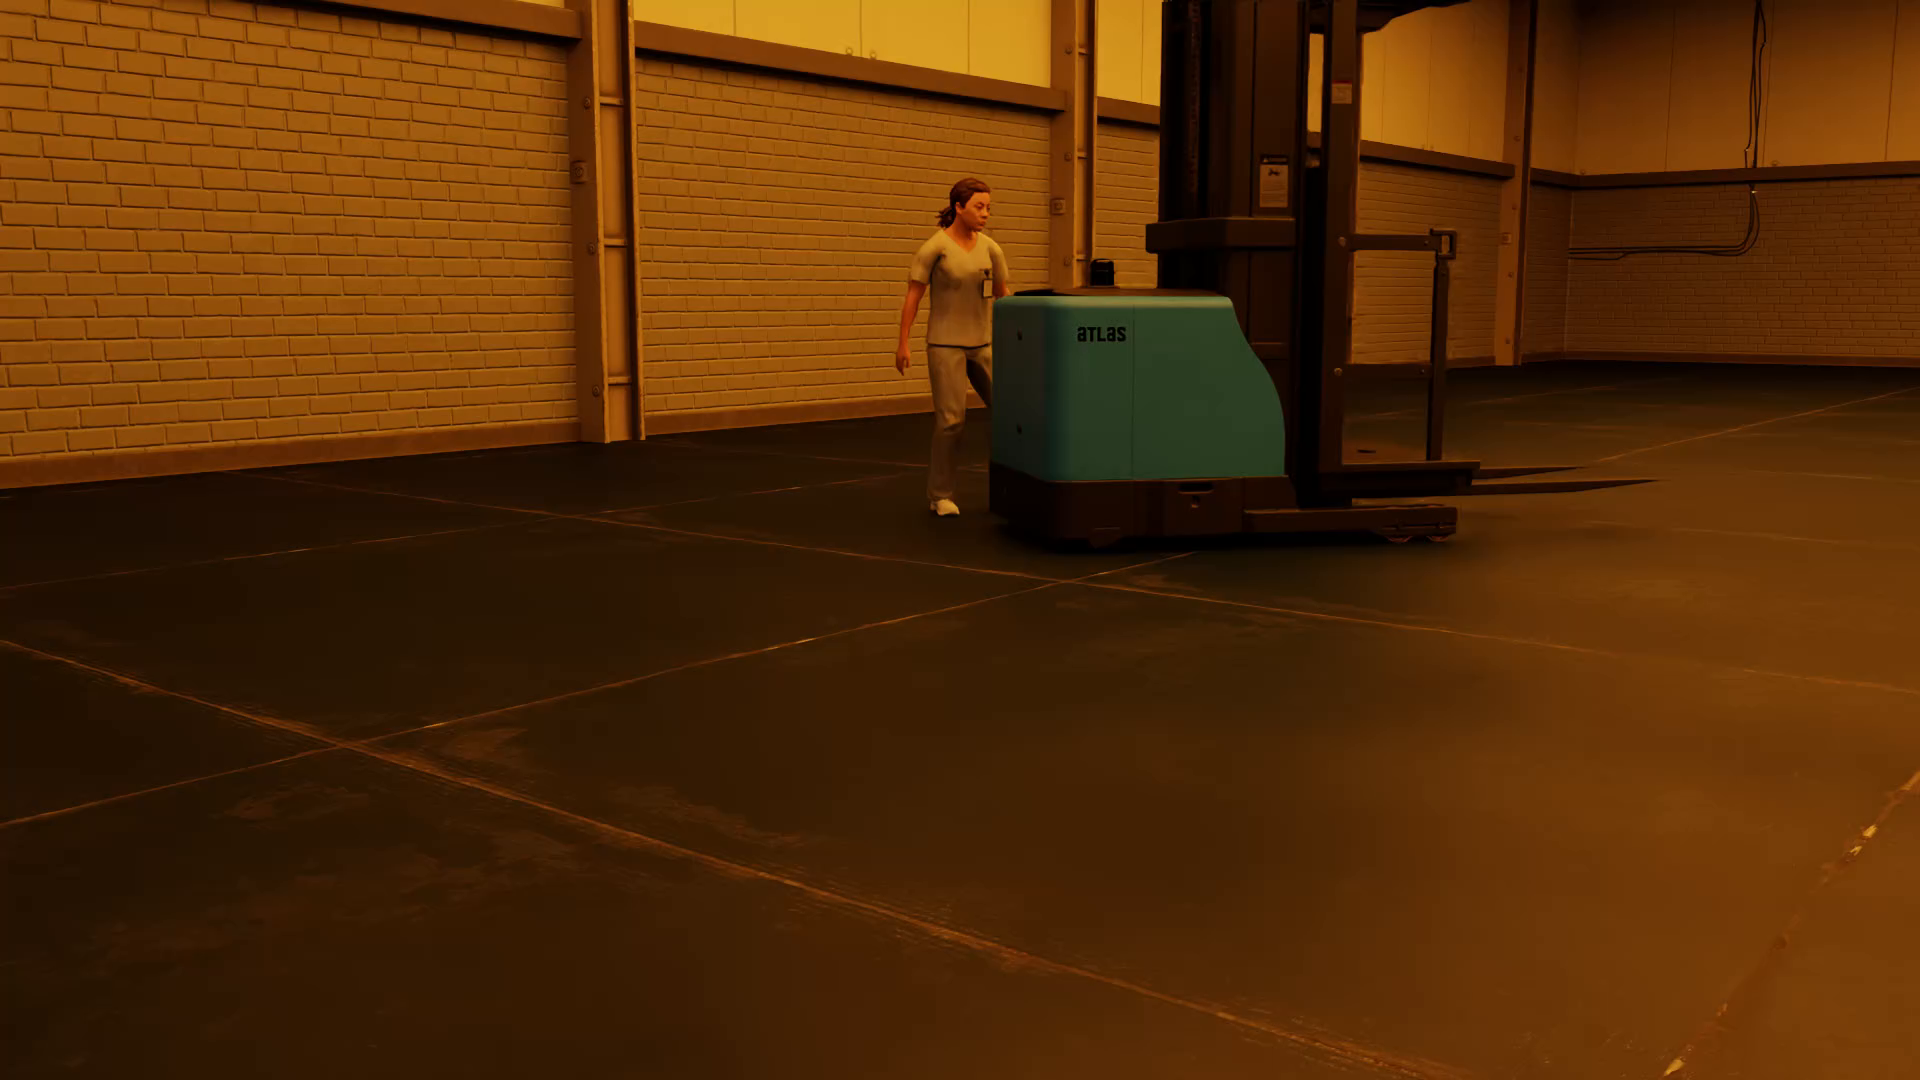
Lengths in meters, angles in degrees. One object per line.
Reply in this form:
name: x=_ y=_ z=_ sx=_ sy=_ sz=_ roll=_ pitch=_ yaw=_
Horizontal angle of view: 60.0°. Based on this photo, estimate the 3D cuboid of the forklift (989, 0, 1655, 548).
forklift: x=1.711 y=-1.506 z=7.573 sx=3.031 sy=2.935 sz=1.130 roll=-2 pitch=9 yaw=-14

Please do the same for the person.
person: x=0.051 y=-0.951 z=8.235 sx=0.749 sy=1.648 sz=0.363 roll=-4 pitch=9 yaw=-27
